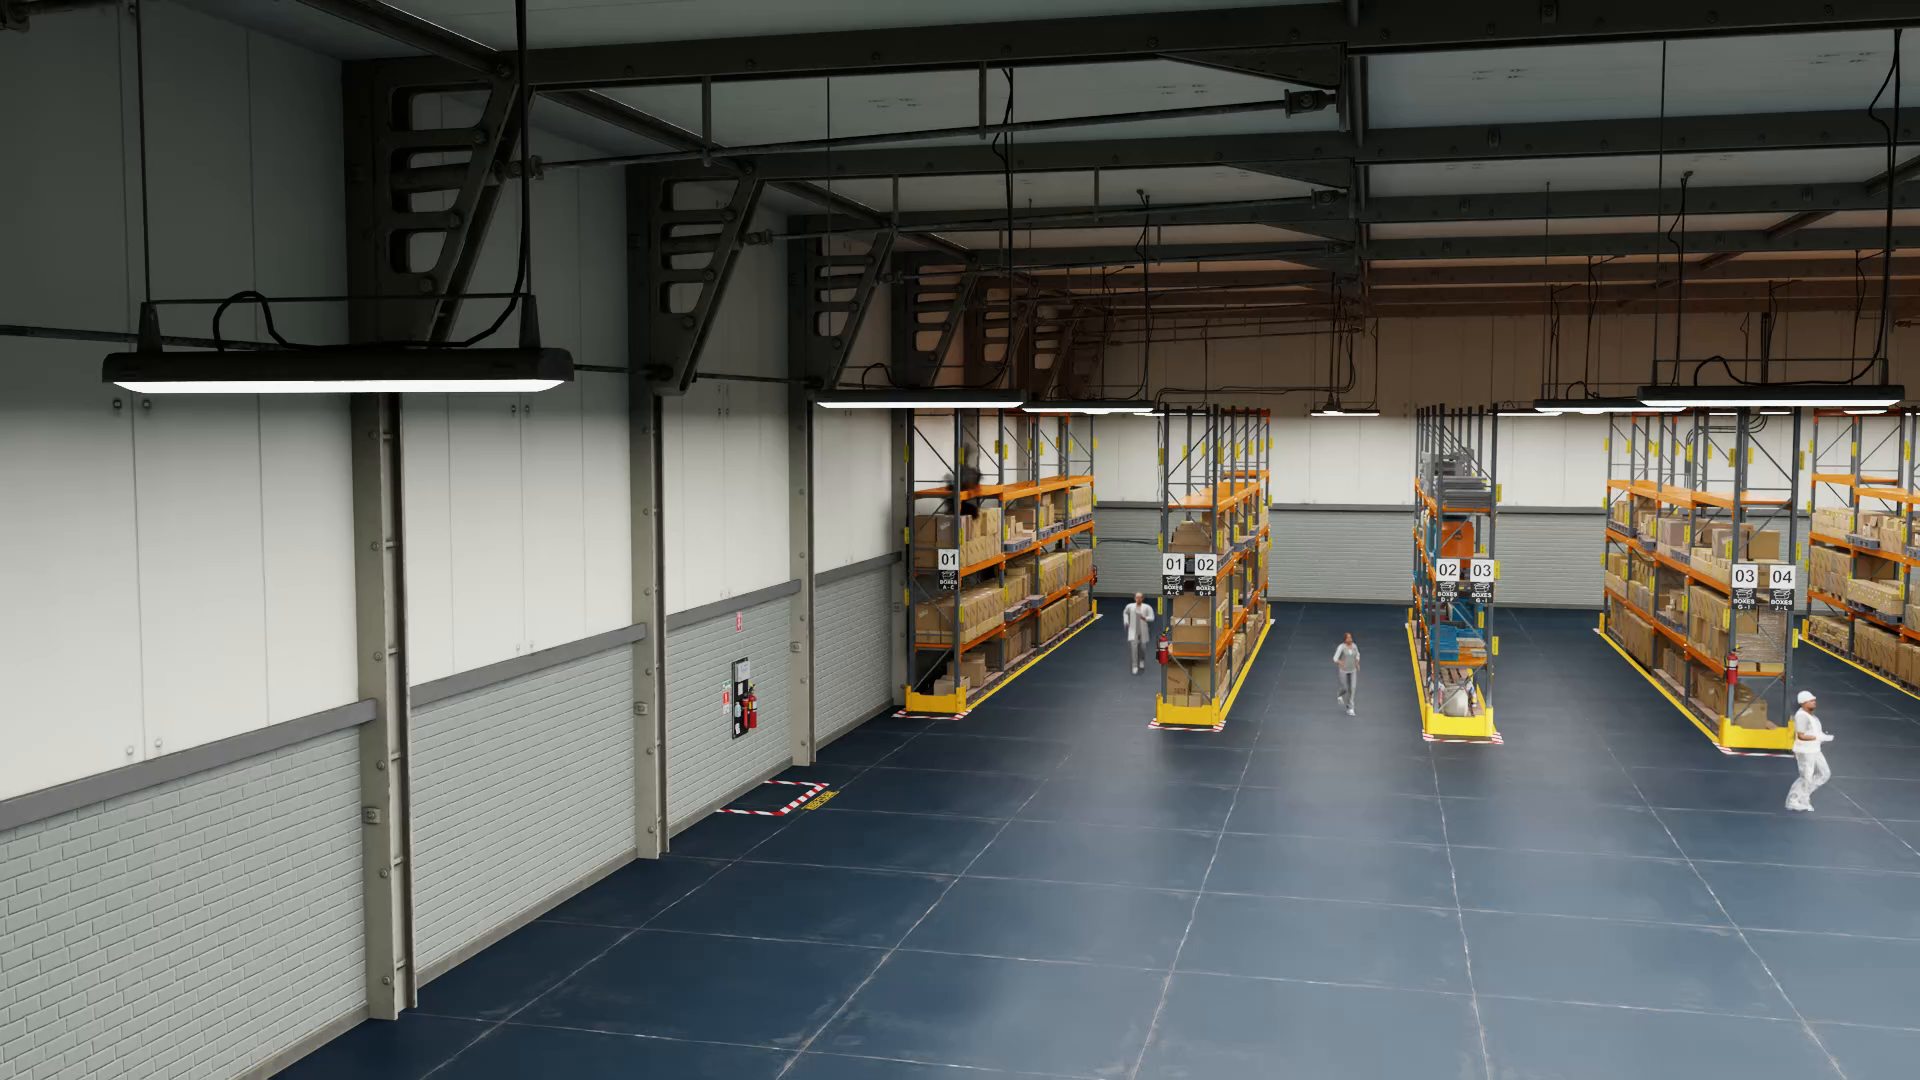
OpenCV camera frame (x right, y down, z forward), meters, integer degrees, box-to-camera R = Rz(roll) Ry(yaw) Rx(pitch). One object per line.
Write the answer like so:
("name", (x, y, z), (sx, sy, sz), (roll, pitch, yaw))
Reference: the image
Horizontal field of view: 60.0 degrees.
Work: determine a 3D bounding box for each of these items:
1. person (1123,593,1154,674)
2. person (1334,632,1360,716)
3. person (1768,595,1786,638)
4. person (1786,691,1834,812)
("person", (4.031, 2.071, 37.553), (0.703, 1.765, 1.063), (0, 4, 6))
("person", (7.535, 2.577, 32.362), (0.545, 1.592, 0.839), (0, 4, -2))
("person", (20.105, 1.874, 40.820), (0.683, 1.752, 0.630), (1, 4, 15))
("person", (12.354, 3.083, 24.123), (0.641, 1.776, 0.660), (4, 6, 42))
